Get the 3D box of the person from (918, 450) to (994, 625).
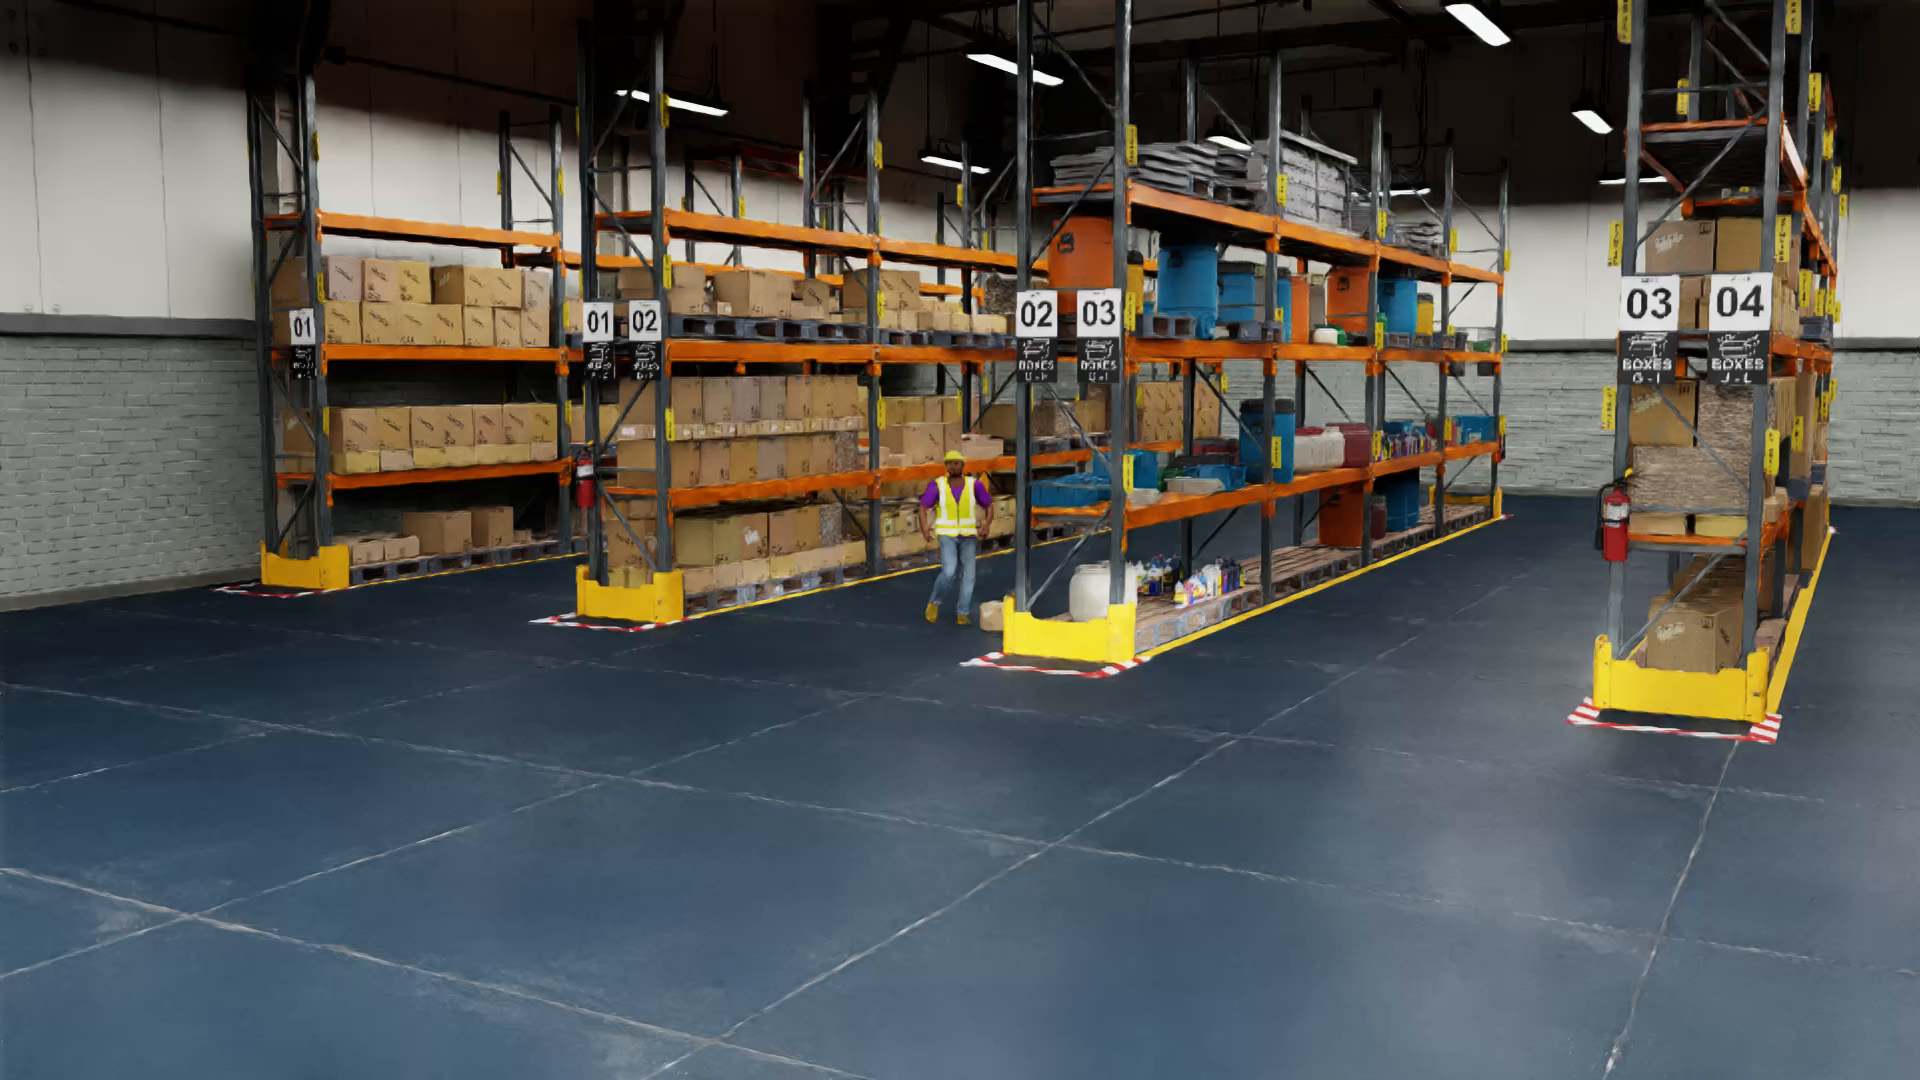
[{"bbox_3d":[-0.017,-0.028,16.492,0.731,1.736,0.523,-2,6,-15],"label":"person"}]
